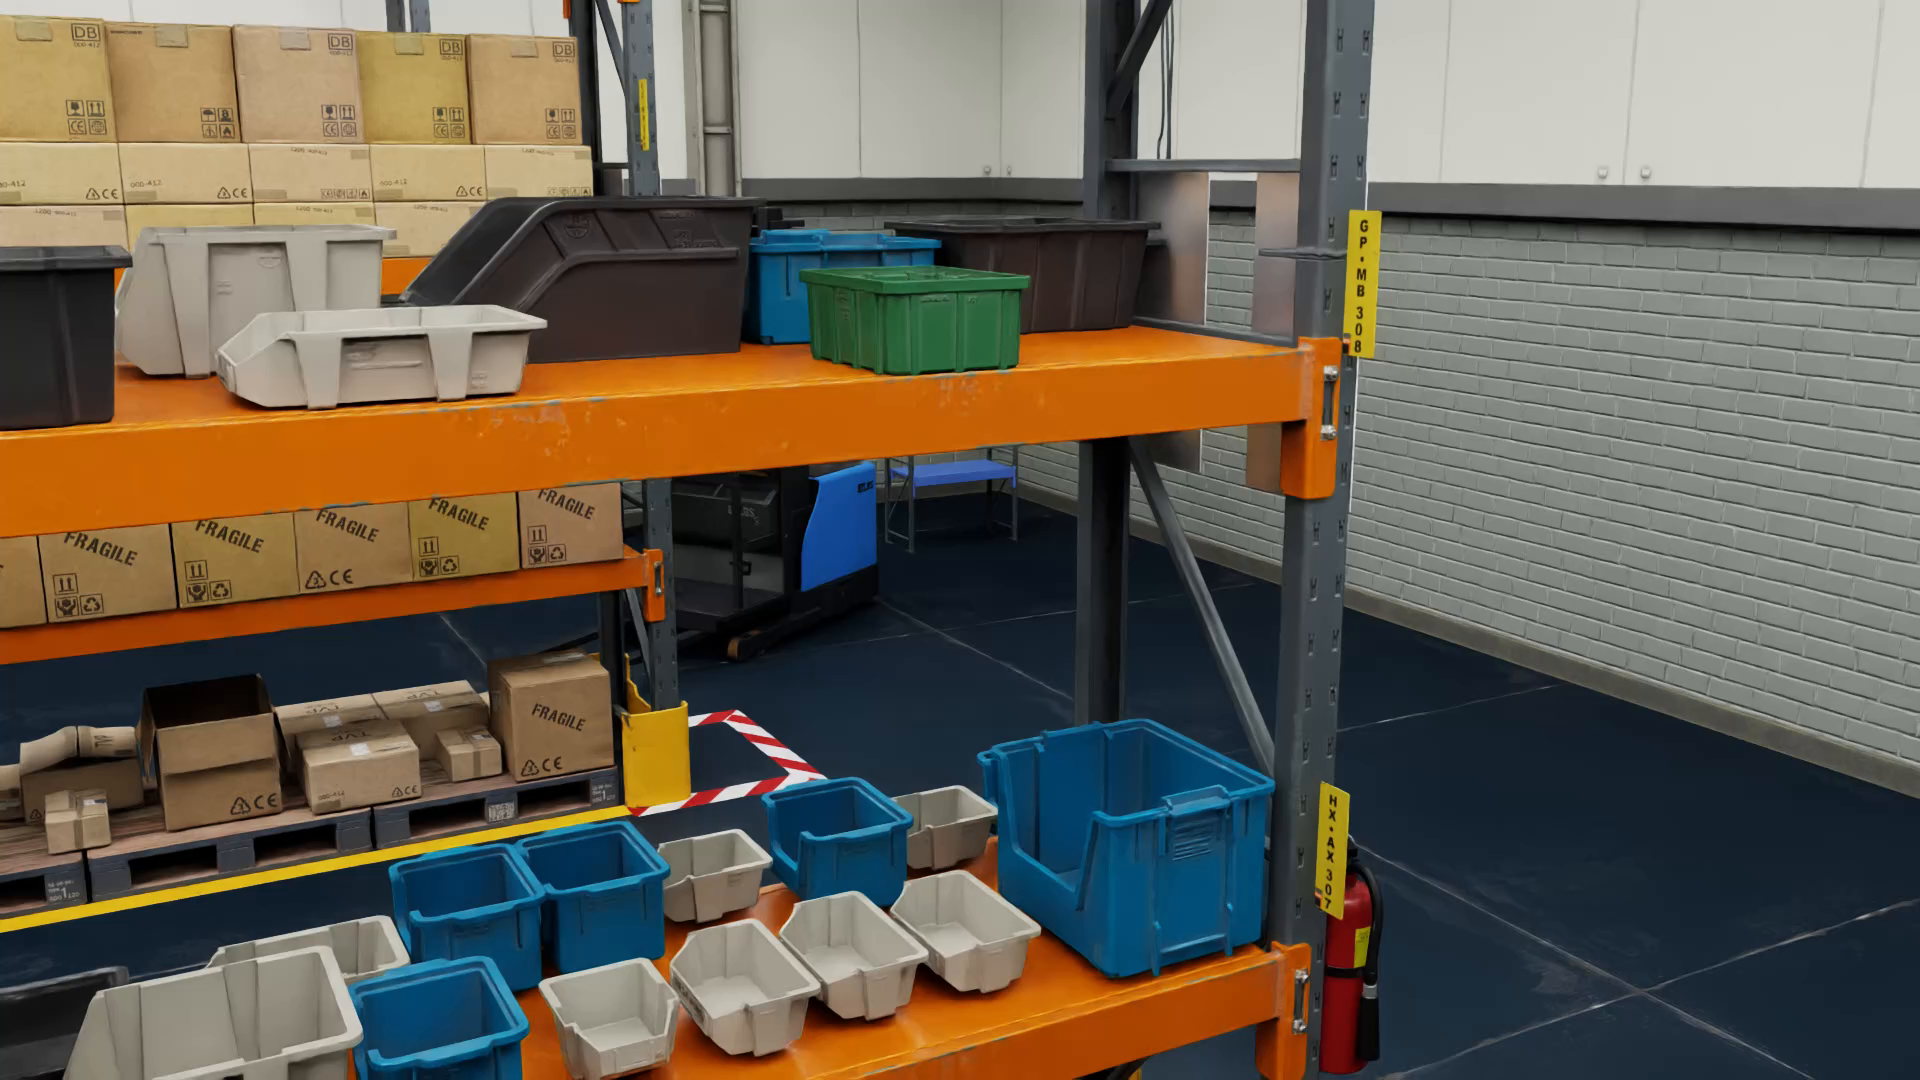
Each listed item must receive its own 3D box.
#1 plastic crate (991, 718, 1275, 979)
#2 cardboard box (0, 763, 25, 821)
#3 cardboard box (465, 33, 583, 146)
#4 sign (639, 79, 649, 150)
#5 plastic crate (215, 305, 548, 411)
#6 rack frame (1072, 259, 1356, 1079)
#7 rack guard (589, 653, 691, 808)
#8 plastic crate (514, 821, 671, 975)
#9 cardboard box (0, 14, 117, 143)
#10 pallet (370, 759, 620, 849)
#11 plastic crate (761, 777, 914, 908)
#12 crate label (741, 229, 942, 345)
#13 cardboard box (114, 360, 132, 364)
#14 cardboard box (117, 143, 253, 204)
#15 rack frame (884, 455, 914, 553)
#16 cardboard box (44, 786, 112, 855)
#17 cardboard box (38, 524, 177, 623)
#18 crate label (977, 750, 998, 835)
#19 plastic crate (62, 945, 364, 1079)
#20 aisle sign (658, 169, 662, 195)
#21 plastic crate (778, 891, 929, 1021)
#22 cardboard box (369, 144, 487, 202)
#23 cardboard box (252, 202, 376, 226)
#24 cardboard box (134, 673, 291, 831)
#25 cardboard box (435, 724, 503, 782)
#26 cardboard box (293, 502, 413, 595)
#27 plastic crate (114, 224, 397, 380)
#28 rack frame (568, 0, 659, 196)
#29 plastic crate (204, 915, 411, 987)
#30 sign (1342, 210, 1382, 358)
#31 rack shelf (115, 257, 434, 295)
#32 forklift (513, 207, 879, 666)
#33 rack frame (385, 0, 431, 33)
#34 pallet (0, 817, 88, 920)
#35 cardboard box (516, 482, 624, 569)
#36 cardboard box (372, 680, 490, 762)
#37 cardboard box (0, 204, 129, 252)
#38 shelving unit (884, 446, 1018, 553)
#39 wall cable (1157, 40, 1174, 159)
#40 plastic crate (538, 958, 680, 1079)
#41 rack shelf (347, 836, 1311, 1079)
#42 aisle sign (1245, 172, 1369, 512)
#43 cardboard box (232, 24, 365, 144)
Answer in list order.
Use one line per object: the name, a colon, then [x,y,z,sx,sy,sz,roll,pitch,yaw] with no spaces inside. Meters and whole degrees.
plastic crate: [0.423,0.756,4.201,0.499,0.435,0.616,-7,14,-28]
cardboard box: [-4.589,1.208,7.902,0.250,0.149,0.380,-7,14,-28]
cardboard box: [-2.186,-2.167,8.067,0.500,0.500,0.700,-7,14,-28]
sign: [-1.495,-2.010,7.860,0.005,0.325,0.100,-7,14,-28]
plastic crate: [-1.068,-0.338,3.049,0.530,0.136,0.437,-7,14,-28]
rack frame: [0.627,0.731,4.528,0.127,3.000,1.000,-7,14,-28]
rack guard: [-1.810,1.004,9.010,0.348,0.500,1.175,-7,14,-28]
plastic crate: [-0.903,0.885,4.091,0.300,0.233,0.416,-7,14,-28]
cardboard box: [-3.903,-1.940,7.063,0.500,0.500,0.700,-7,14,-28]
pallet: [-2.509,1.229,8.669,1.213,0.211,1.003,-7,14,-28]
plastic crate: [-0.325,0.815,4.399,0.300,0.233,0.416,-7,14,-28]
crate label: [-0.337,-0.625,4.060,0.502,0.251,0.408,-7,14,-28]
cardboard box: [-4.043,-0.550,7.716,0.500,0.500,0.500,-7,14,-27]
cardboard box: [-3.387,-1.596,7.241,0.500,0.250,0.500,-7,14,-28]
rack frame: [-0.521,-0.669,14.167,0.032,1.500,0.500,-7,14,-28]
cardboard box: [-4.027,1.269,7.588,0.250,0.166,0.380,-7,14,-28]
cardboard box: [-3.788,0.041,7.369,0.500,0.500,0.500,-7,14,-28]
crate label: [0.253,0.746,4.706,0.303,0.233,0.416,-7,14,-28]
plastic crate: [-1.455,1.055,3.221,0.530,0.282,0.437,-7,14,-28]
aisle sign: [-1.536,-1.440,8.256,0.004,0.787,0.394,-7,14,-28]
plastic crate: [-0.263,0.979,3.891,0.243,0.136,0.396,-7,14,-28]
cardboard box: [-2.510,-1.702,7.711,0.500,0.250,0.500,-7,14,-28]
cardboard box: [-2.944,-1.403,7.523,0.500,0.250,0.500,-7,14,-28]
cardboard box: [-3.607,1.002,8.010,0.637,0.503,0.797,-7,14,-28]
cardboard box: [-2.501,1.074,8.457,0.250,0.166,0.380,-7,14,-28]
cardboard box: [-2.900,-0.066,7.844,0.500,0.500,0.500,-7,14,-27]
plastic crate: [-1.466,-0.501,3.440,0.530,0.282,0.437,-7,14,-28]
rack frame: [-1.743,-3.151,8.113,0.127,3.000,1.000,-7,14,-28]
plastic crate: [-1.499,1.010,3.752,0.466,0.136,0.293,-7,14,-28]
sign: [0.905,-0.577,3.747,0.005,0.325,0.100,-7,14,-28]
rack shelf: [-3.498,-1.126,7.586,4.000,0.370,1.077,-7,14,-28]
forklift: [-1.762,-0.733,11.190,1.130,2.935,3.031,7,14,28]
rack frame: [-4.120,-4.105,12.353,0.127,3.000,1.000,-7,14,-28]
pallet: [-4.651,1.486,7.528,1.213,0.211,1.003,-7,14,-28]
cardboard box: [-2.006,-0.173,8.318,0.500,0.500,0.500,-6,14,-26]
cardboard box: [-2.795,0.958,8.780,0.500,0.250,0.500,-7,14,-28]
cardboard box: [-3.828,-1.301,7.067,0.500,0.250,0.500,-7,14,-28]
shelving unit: [-0.075,-0.723,14.405,1.048,1.500,0.538,-7,14,-28]
wall cable: [1.016,-3.116,15.032,0.112,2.526,3.097,-7,14,-28]
plastic crate: [-0.747,1.048,3.586,0.250,0.136,0.298,-7,14,-28]
rack shelf: [-1.128,1.293,3.672,4.000,0.370,1.077,-7,14,-28]
aisle sign: [0.831,-0.488,4.025,0.004,0.787,0.394,-7,14,-28]
cardboard box: [-3.053,-2.057,7.580,0.500,0.500,0.700,-7,14,-28]
